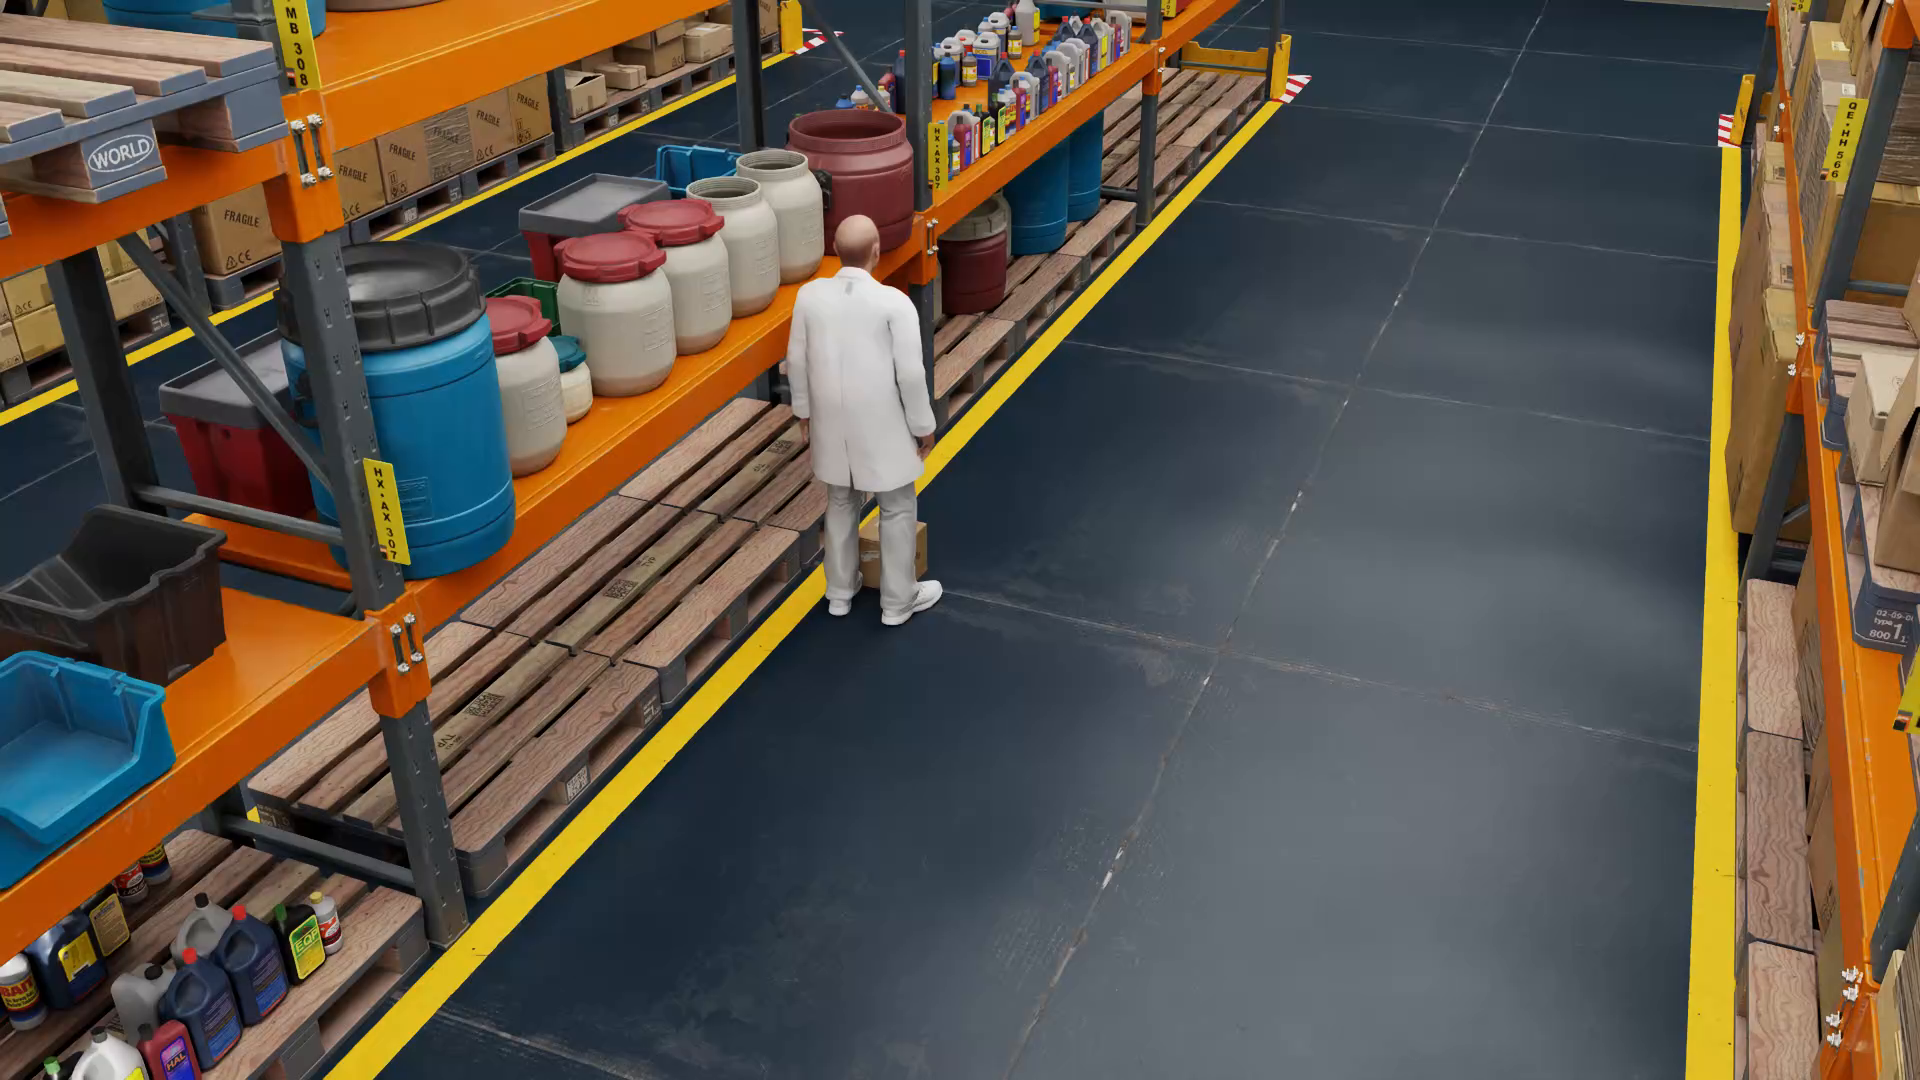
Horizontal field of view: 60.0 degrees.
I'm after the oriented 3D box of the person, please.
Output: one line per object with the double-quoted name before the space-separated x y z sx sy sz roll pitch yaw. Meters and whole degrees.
"person" -0.412 -0.491 7.019 0.652 1.774 0.416 11 31 18
